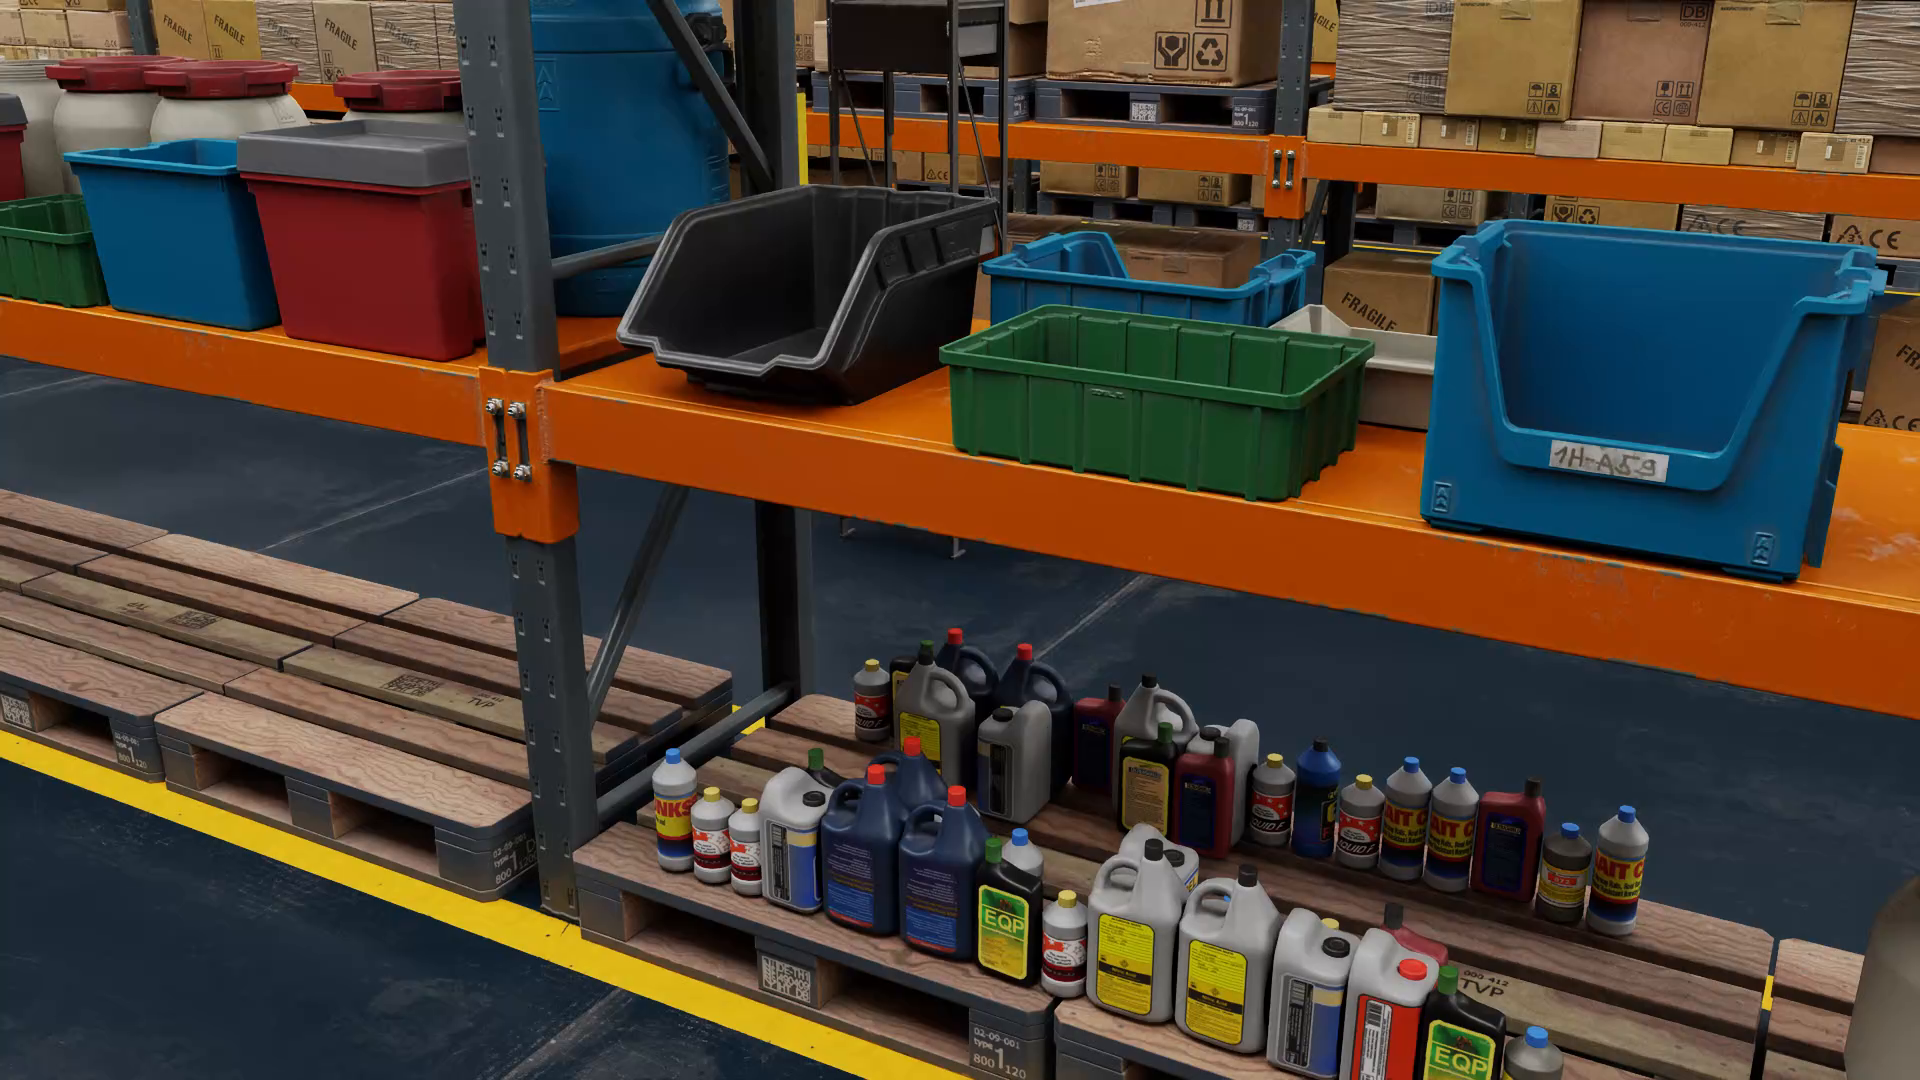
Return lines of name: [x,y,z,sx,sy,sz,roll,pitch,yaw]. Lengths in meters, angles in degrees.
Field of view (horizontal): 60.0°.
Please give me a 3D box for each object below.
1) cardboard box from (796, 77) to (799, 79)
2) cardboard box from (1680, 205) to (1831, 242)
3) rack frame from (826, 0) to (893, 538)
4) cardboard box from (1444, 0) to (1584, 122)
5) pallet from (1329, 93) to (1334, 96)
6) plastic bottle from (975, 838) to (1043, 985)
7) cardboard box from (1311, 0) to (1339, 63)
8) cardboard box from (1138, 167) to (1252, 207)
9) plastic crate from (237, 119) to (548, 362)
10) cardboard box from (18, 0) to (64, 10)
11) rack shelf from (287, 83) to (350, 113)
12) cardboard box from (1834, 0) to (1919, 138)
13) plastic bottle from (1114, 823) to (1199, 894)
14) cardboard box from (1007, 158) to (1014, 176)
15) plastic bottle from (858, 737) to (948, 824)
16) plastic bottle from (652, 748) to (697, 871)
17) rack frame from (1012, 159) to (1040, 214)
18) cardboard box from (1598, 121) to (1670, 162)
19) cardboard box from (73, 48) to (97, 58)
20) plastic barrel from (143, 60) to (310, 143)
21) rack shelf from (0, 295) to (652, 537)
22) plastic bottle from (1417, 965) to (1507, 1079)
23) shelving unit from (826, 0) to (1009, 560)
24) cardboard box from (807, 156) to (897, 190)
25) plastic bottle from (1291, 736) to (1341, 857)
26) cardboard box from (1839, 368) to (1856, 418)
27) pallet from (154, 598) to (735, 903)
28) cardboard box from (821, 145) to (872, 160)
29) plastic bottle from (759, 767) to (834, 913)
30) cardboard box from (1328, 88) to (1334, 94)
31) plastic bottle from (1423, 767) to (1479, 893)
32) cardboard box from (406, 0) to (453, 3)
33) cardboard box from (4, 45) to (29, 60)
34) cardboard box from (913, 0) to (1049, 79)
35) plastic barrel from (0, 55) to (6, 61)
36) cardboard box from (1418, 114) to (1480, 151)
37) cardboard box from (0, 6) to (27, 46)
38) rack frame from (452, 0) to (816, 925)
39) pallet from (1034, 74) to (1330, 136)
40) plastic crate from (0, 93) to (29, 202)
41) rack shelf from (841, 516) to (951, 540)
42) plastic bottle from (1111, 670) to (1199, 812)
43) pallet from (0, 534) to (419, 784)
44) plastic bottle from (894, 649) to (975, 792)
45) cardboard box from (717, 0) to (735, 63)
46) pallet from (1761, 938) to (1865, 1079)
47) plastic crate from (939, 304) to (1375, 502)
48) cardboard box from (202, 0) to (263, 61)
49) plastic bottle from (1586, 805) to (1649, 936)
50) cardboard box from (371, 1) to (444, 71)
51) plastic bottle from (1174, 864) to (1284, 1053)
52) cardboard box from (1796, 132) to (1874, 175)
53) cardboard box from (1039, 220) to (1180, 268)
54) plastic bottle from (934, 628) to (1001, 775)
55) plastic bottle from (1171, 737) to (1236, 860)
cardboard box: [-1.540,-4.170,15.411,0.500,0.250,0.500,12,23,30]
cardboard box: [5.532,-2.527,11.432,0.875,0.875,0.875,11,23,28]
rack frame: [-0.358,-1.055,6.195,0.015,2.100,0.400,11,23,27]
cardboard box: [2.503,-2.143,7.290,0.500,0.500,0.875,11,23,27]
pallet: [4.846,-6.061,22.764,1.213,0.211,1.003,11,23,27]
plastic bottle: [0.097,0.731,3.289,0.133,0.283,0.061,12,23,30]
cardboard box: [2.760,-3.825,12.363,0.500,0.500,0.500,11,23,28]
cardboard box: [1.989,-3.135,13.292,0.750,0.750,1.050,11,23,28]
plastic crate: [-1.266,-0.688,3.768,0.583,0.464,0.402,11,23,27]
cardboard box: [-6.230,-3.976,11.612,0.500,0.500,0.500,11,23,28]
rack shelf: [-3.517,-2.802,10.746,4.000,0.370,1.077,11,23,27]
cardboard box: [3.836,-1.907,6.641,0.500,0.500,0.875,11,23,27]
plastic bottle: [0.394,0.717,3.338,0.135,0.276,0.152,11,23,27]
cardboard box: [0.243,-3.483,14.619,0.500,0.500,0.500,10,22,25]
plastic bottle: [-0.121,0.585,3.592,0.185,0.351,0.144,11,23,27]
plastic bottle: [-0.630,0.591,3.692,0.097,0.271,0.097,0,20,0]
rack frame: [0.736,-4.268,13.731,0.127,3.000,1.000,11,23,27]
cardboard box: [2.866,-1.699,7.017,0.250,0.149,0.380,11,23,27]
cardboard box: [-5.914,-3.351,11.572,0.250,0.149,0.380,11,23,28]
plastic barrel: [-2.063,-1.078,4.740,0.433,0.535,0.433,0,20,0]
rack shelf: [-2.440,-0.662,4.848,4.000,0.370,1.077,11,23,27]
plastic bottle: [0.870,0.878,2.883,0.133,0.283,0.061,11,23,29]
shelving unit: [-0.145,-1.015,6.083,0.503,2.100,0.431,11,23,27]
cardboard box: [-0.703,-2.004,9.413,0.500,0.250,0.500,14,24,33]
plastic bottle: [0.804,0.571,3.747,0.097,0.271,0.097,0,20,0]
cardboard box: [3.601,-0.807,7.242,0.500,0.500,0.500,13,24,32]
pallet: [-1.399,0.524,4.612,1.213,0.211,1.003,11,23,27]
cardboard box: [-0.887,-3.492,14.643,0.500,0.500,0.500,10,22,25]
plastic bottle: [-0.334,0.635,3.566,0.135,0.276,0.152,12,23,29]
cardboard box: [5.006,-6.265,22.287,0.500,0.500,0.500,12,23,29]
plastic bottle: [1.068,0.622,3.608,0.097,0.271,0.097,0,20,0]
cardboard box: [-2.969,-3.562,10.168,0.637,0.503,0.797,11,23,29]
cardboard box: [-6.587,-3.479,11.926,0.250,0.149,0.380,11,23,28]
cardboard box: [0.163,-2.649,8.503,0.637,0.503,0.797,13,24,33]
plastic barrel: [-3.184,-1.278,5.326,0.421,0.512,0.421,0,20,0]
cardboard box: [2.206,-1.820,7.353,0.250,0.149,0.380,11,23,27]
cardboard box: [-6.675,-3.708,11.971,0.500,0.250,0.500,11,23,28]
rack frame: [-0.694,-0.668,3.808,0.127,3.000,1.000,11,23,27]
pallet: [1.125,-2.223,8.375,1.213,0.211,1.003,11,23,27]
plastic crate: [-2.925,-1.004,4.639,0.583,0.464,0.402,11,23,27]
rack shelf: [-0.145,-0.344,6.326,0.480,0.518,0.431,11,23,27]
plastic bottle: [0.458,0.477,3.890,0.185,0.351,0.144,11,22,27]
pallet: [-2.468,0.321,5.170,1.213,0.211,1.003,11,23,27]
plastic bottle: [-0.062,0.435,4.008,0.185,0.351,0.144,11,23,27]
cardboard box: [-1.280,-2.974,9.403,0.500,0.500,0.500,8,21,21]
pallet: [2.002,1.173,2.823,1.213,0.211,1.003,11,23,27]
plastic crate: [0.353,-0.259,2.990,0.662,0.188,0.450,11,23,27]
cardboard box: [-4.544,-3.286,10.878,0.500,0.500,0.500,11,23,27]
plastic bottle: [1.367,0.679,3.451,0.097,0.271,0.097,0,20,0]
cardboard box: [-3.210,-3.033,10.181,0.500,0.500,0.500,10,22,26]
plastic bottle: [0.507,0.761,3.107,0.185,0.351,0.144,12,23,30]
cardboard box: [3.503,-1.563,6.645,0.250,0.149,0.380,11,23,27]
cardboard box: [0.789,-1.368,8.757,0.500,0.500,0.700,11,22,27]
plastic bottle: [0.009,0.392,4.126,0.185,0.351,0.144,10,22,26]
plastic bottle: [0.547,0.569,3.736,0.133,0.283,0.061,11,23,27]
